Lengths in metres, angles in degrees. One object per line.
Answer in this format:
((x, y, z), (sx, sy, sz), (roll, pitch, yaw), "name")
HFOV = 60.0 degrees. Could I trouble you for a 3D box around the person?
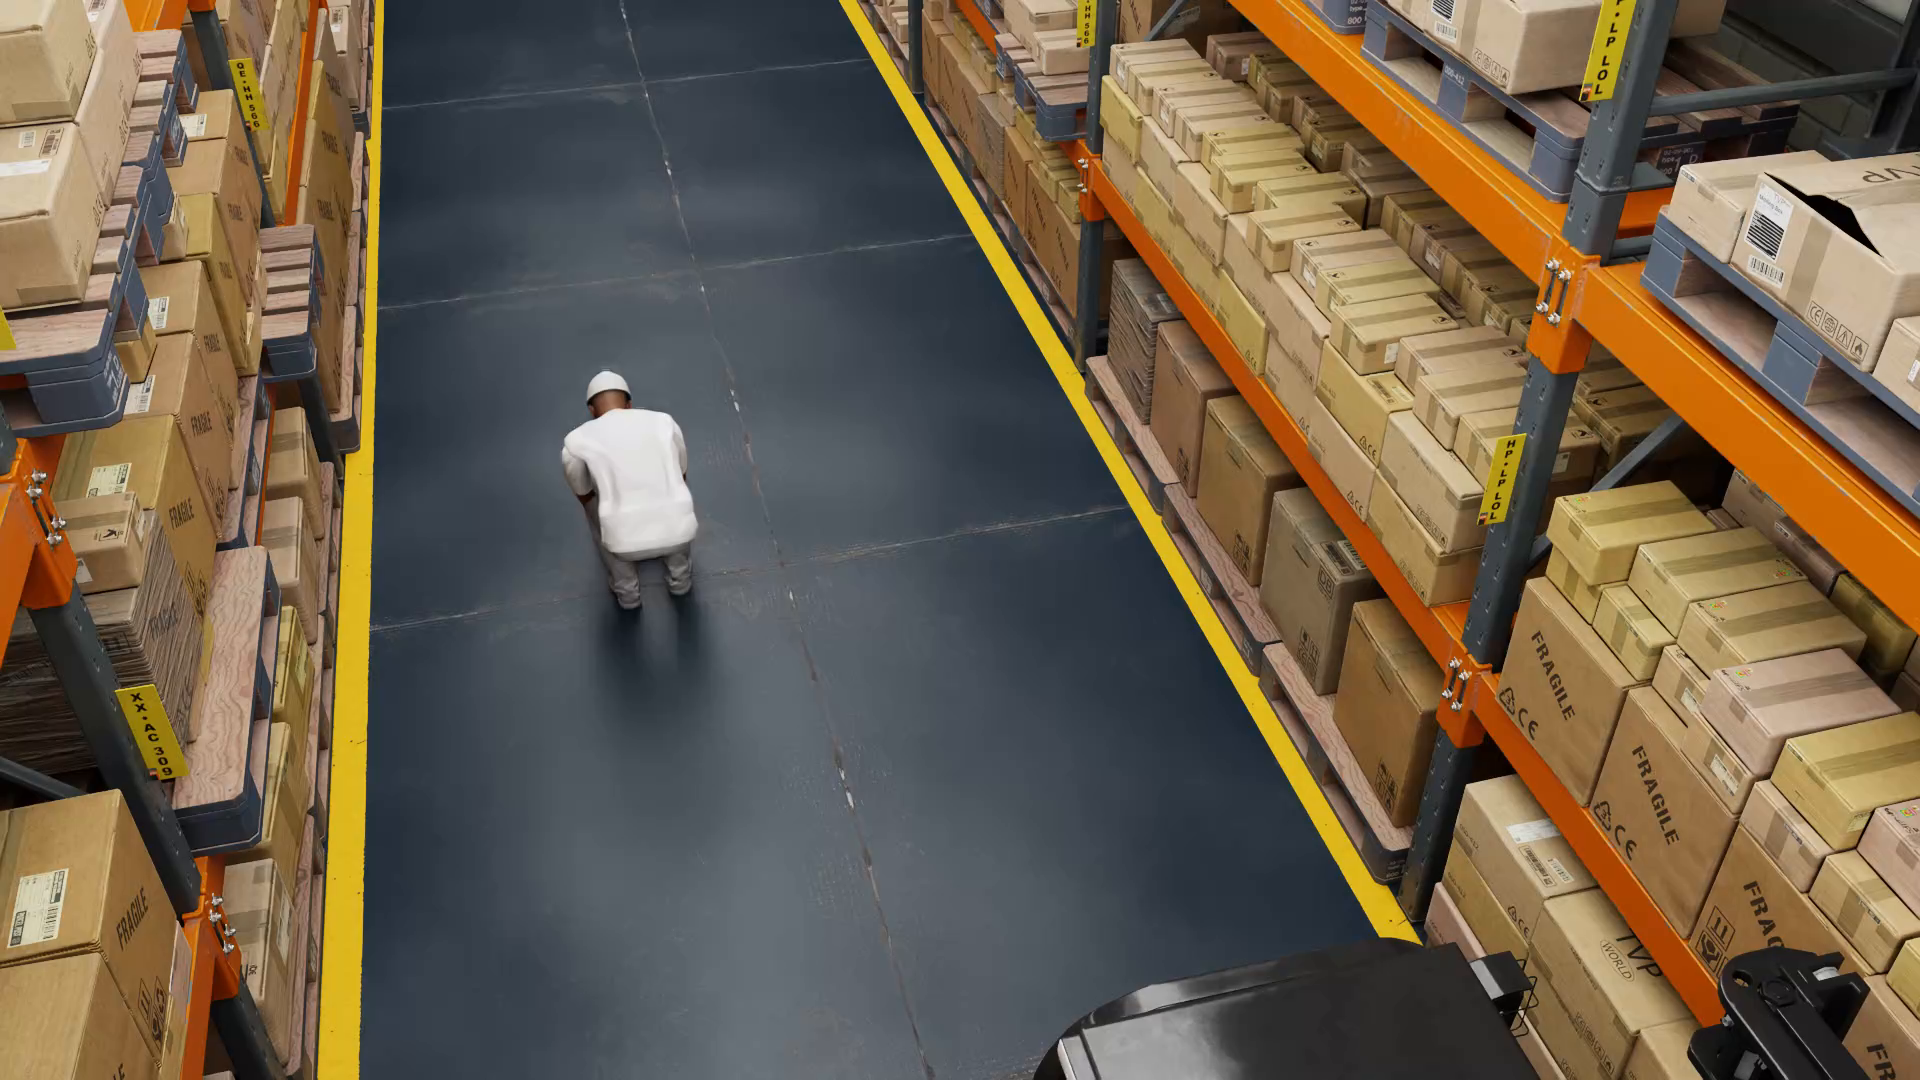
((-1.513, -0.208, 7.660), (0.567, 0.914, 0.897), (-9, 39, -12), "person")
